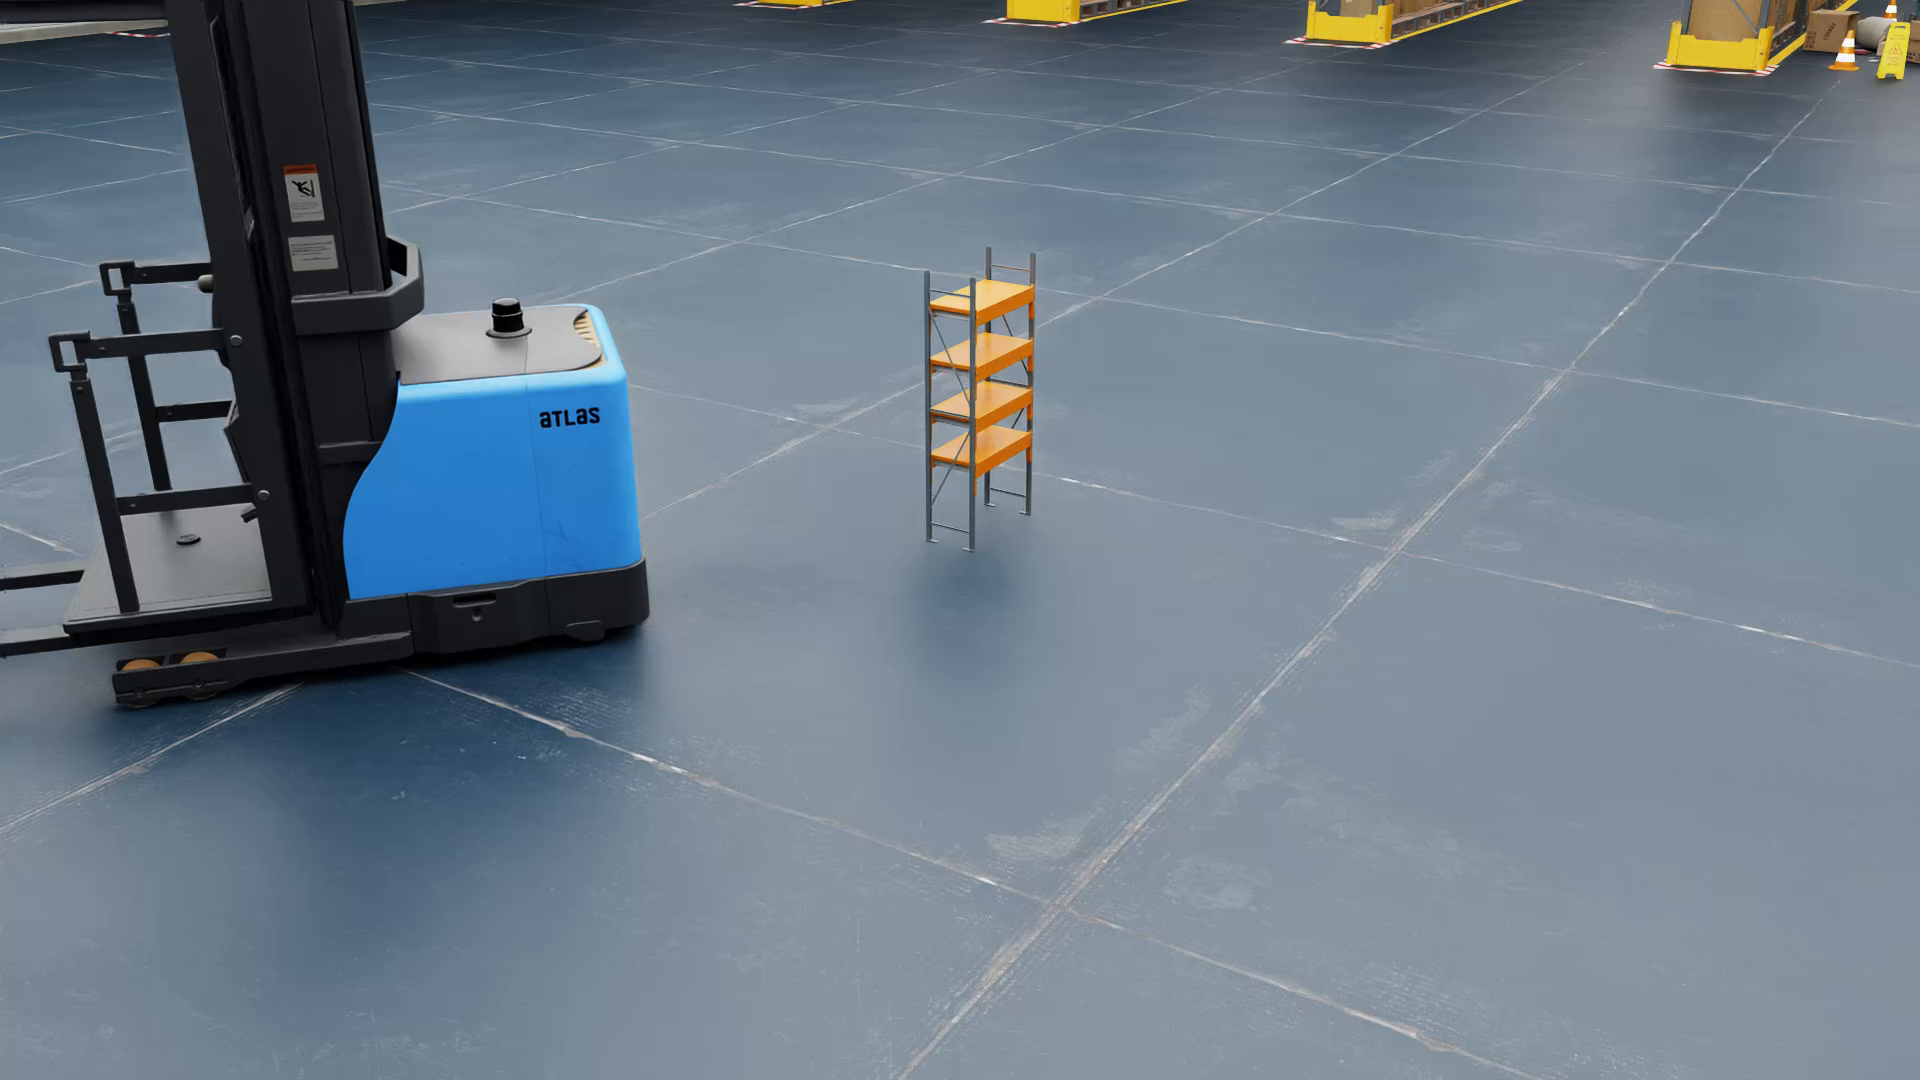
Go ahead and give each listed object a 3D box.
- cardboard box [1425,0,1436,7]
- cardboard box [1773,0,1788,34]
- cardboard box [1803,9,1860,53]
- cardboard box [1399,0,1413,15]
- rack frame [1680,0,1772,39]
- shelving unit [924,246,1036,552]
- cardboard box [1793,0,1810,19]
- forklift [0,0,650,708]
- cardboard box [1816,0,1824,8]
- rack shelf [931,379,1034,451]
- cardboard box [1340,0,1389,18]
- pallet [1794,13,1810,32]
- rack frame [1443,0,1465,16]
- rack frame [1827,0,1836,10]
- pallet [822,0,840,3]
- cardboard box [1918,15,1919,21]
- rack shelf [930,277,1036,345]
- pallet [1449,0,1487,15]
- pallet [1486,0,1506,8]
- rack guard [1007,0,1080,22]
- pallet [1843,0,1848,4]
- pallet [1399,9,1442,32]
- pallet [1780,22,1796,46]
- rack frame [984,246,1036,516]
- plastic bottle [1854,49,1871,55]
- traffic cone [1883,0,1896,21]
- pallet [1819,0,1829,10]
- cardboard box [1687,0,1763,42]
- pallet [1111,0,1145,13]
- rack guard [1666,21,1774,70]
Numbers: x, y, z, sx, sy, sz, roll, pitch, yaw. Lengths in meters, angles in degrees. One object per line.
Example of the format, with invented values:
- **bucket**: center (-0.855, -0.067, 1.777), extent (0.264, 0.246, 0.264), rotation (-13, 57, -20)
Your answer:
- **cardboard box**: center (7.082, -8.595, 25.946), extent (0.500, 0.500, 0.500), rotation (-18, 29, -36)
- **cardboard box**: center (10.920, -7.512, 22.973), extent (0.875, 0.875, 0.875), rotation (14, 27, 29)
- **cardboard box**: center (11.837, -6.912, 22.585), extent (0.500, 0.500, 0.500), rotation (20, 30, 38)
- **cardboard box**: center (6.489, -8.190, 25.011), extent (0.500, 0.500, 0.500), rotation (17, 29, 34)
- **rack frame**: center (9.674, -7.447, 20.677), extent (1.000, 3.000, 0.127), rotation (14, 27, 29)
- **shelving unit**: center (0.087, -0.606, 7.141), extent (0.258, 1.200, 0.503), rotation (14, 27, 29)
- **cardboard box**: center (12.035, -8.186, 24.687), extent (1.050, 0.750, 0.750), rotation (14, 27, 29)
- **forklift**: center (-2.771, -0.987, 5.841), extent (3.031, 2.935, 1.130), rotation (-7, 24, -15)
- **cardboard box**: center (13.038, -8.825, 26.163), extent (1.050, 0.750, 0.750), rotation (14, 27, 30)
- **rack shelf**: center (0.087, -0.545, 7.167), extent (0.258, 0.148, 0.480), rotation (14, 27, 29)
- **cardboard box**: center (5.857, -7.774, 24.049), extent (0.500, 0.500, 0.500), rotation (20, 30, 38)
- **pallet**: center (12.127, -7.794, 24.988), extent (1.003, 0.211, 1.213), rotation (14, 27, 29)
- **rack frame**: center (7.623, -9.871, 26.276), extent (1.000, 3.000, 0.127), rotation (14, 27, 29)
- **rack frame**: center (13.894, -10.147, 26.914), extent (1.000, 3.000, 0.127), rotation (14, 27, 29)
- **pallet**: center (-2.533, -9.585, 29.126), extent (1.003, 0.211, 1.213), rotation (14, 27, 29)
- **cardboard box**: center (13.194, -6.801, 22.157), extent (0.797, 0.637, 0.503), rotation (14, 27, 29)
- **rack shelf**: center (0.087, -0.967, 6.985), extent (0.258, 0.148, 0.480), rotation (14, 27, 29)
- **pallet**: center (8.033, -8.854, 27.437), extent (1.003, 0.211, 1.213), rotation (14, 27, 29)
- **pallet**: center (8.675, -9.268, 28.392), extent (1.003, 0.211, 1.213), rotation (14, 27, 29)
- **rack guard**: center (1.305, -8.447, 26.133), extent (1.175, 0.500, 0.348), rotation (14, 27, 29)
- **pallet**: center (14.951, -9.541, 29.024), extent (1.003, 0.211, 1.213), rotation (14, 27, 29)
- **pallet**: center (6.656, -7.944, 25.334), extent (1.003, 0.211, 1.213), rotation (14, 27, 29)
- **pallet**: center (11.316, -7.277, 23.795), extent (1.003, 0.211, 1.213), rotation (14, 27, 29)
- **rack frame**: center (0.216, -0.689, 7.331), extent (0.240, 1.200, 0.015), rotation (14, 27, 29)
- **plastic bottle**: center (12.043, -6.543, 22.287), extent (0.283, 0.061, 0.133), rotation (5, 24, 11)
- **traffic cone**: center (13.774, -7.769, 24.614), extent (0.336, 0.463, 0.334), rotation (14, 27, 29)
- **pallet**: center (13.414, -8.617, 26.890), extent (1.003, 0.211, 1.213), rotation (14, 27, 29)
- **cardboard box**: center (9.975, -6.908, 21.577), extent (0.875, 0.875, 0.875), rotation (14, 27, 29)
- **pallet**: center (2.383, -8.998, 27.769), extent (1.003, 0.211, 1.213), rotation (14, 27, 29)
- **rack guard**: center (9.661, -6.292, 21.155), extent (1.175, 0.500, 0.348), rotation (14, 27, 29)
